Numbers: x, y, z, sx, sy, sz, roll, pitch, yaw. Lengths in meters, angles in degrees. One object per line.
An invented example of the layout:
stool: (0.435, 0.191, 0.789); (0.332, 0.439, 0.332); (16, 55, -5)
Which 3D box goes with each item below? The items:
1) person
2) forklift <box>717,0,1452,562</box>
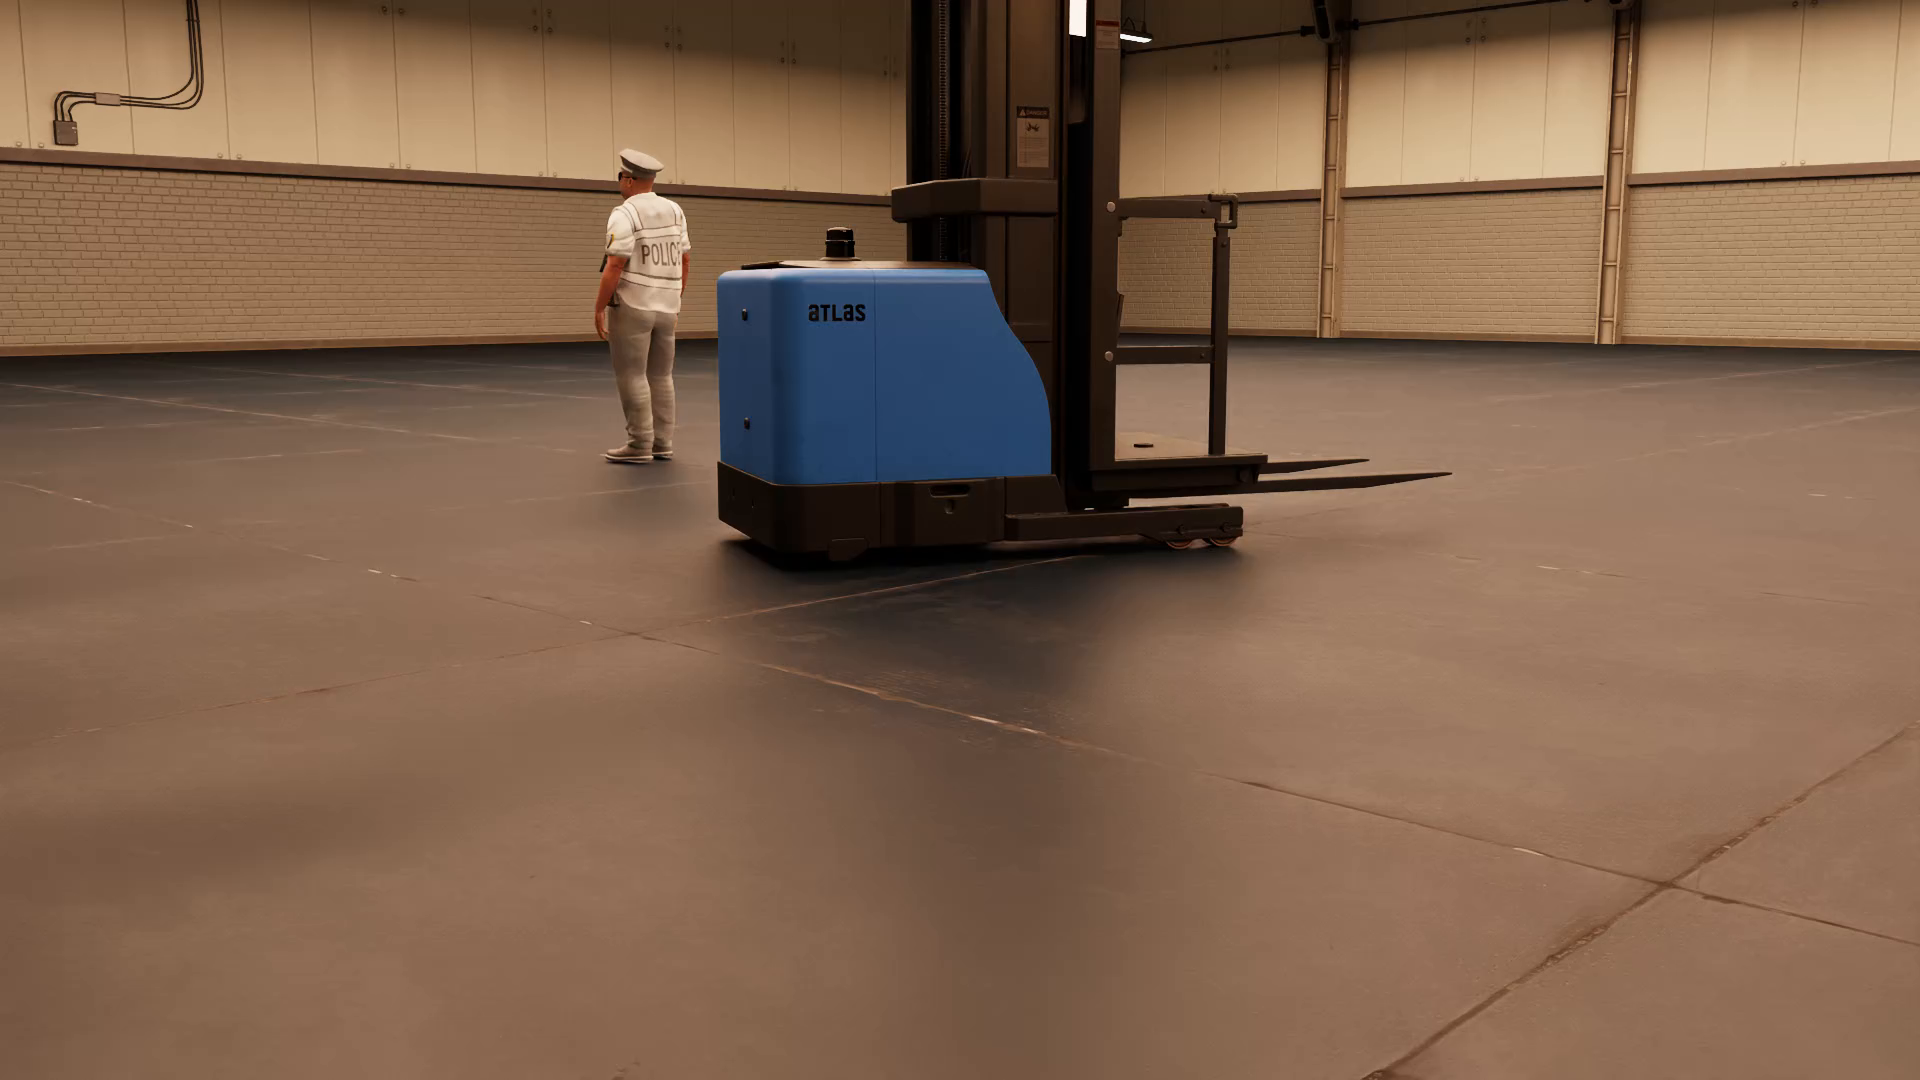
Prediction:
person: (-1.889, -1.346, 9.624); (0.575, 1.780, 0.640); (7, 11, 37)
forklift: (0.583, -1.483, 6.720); (3.031, 2.935, 1.130); (-3, 9, -21)
